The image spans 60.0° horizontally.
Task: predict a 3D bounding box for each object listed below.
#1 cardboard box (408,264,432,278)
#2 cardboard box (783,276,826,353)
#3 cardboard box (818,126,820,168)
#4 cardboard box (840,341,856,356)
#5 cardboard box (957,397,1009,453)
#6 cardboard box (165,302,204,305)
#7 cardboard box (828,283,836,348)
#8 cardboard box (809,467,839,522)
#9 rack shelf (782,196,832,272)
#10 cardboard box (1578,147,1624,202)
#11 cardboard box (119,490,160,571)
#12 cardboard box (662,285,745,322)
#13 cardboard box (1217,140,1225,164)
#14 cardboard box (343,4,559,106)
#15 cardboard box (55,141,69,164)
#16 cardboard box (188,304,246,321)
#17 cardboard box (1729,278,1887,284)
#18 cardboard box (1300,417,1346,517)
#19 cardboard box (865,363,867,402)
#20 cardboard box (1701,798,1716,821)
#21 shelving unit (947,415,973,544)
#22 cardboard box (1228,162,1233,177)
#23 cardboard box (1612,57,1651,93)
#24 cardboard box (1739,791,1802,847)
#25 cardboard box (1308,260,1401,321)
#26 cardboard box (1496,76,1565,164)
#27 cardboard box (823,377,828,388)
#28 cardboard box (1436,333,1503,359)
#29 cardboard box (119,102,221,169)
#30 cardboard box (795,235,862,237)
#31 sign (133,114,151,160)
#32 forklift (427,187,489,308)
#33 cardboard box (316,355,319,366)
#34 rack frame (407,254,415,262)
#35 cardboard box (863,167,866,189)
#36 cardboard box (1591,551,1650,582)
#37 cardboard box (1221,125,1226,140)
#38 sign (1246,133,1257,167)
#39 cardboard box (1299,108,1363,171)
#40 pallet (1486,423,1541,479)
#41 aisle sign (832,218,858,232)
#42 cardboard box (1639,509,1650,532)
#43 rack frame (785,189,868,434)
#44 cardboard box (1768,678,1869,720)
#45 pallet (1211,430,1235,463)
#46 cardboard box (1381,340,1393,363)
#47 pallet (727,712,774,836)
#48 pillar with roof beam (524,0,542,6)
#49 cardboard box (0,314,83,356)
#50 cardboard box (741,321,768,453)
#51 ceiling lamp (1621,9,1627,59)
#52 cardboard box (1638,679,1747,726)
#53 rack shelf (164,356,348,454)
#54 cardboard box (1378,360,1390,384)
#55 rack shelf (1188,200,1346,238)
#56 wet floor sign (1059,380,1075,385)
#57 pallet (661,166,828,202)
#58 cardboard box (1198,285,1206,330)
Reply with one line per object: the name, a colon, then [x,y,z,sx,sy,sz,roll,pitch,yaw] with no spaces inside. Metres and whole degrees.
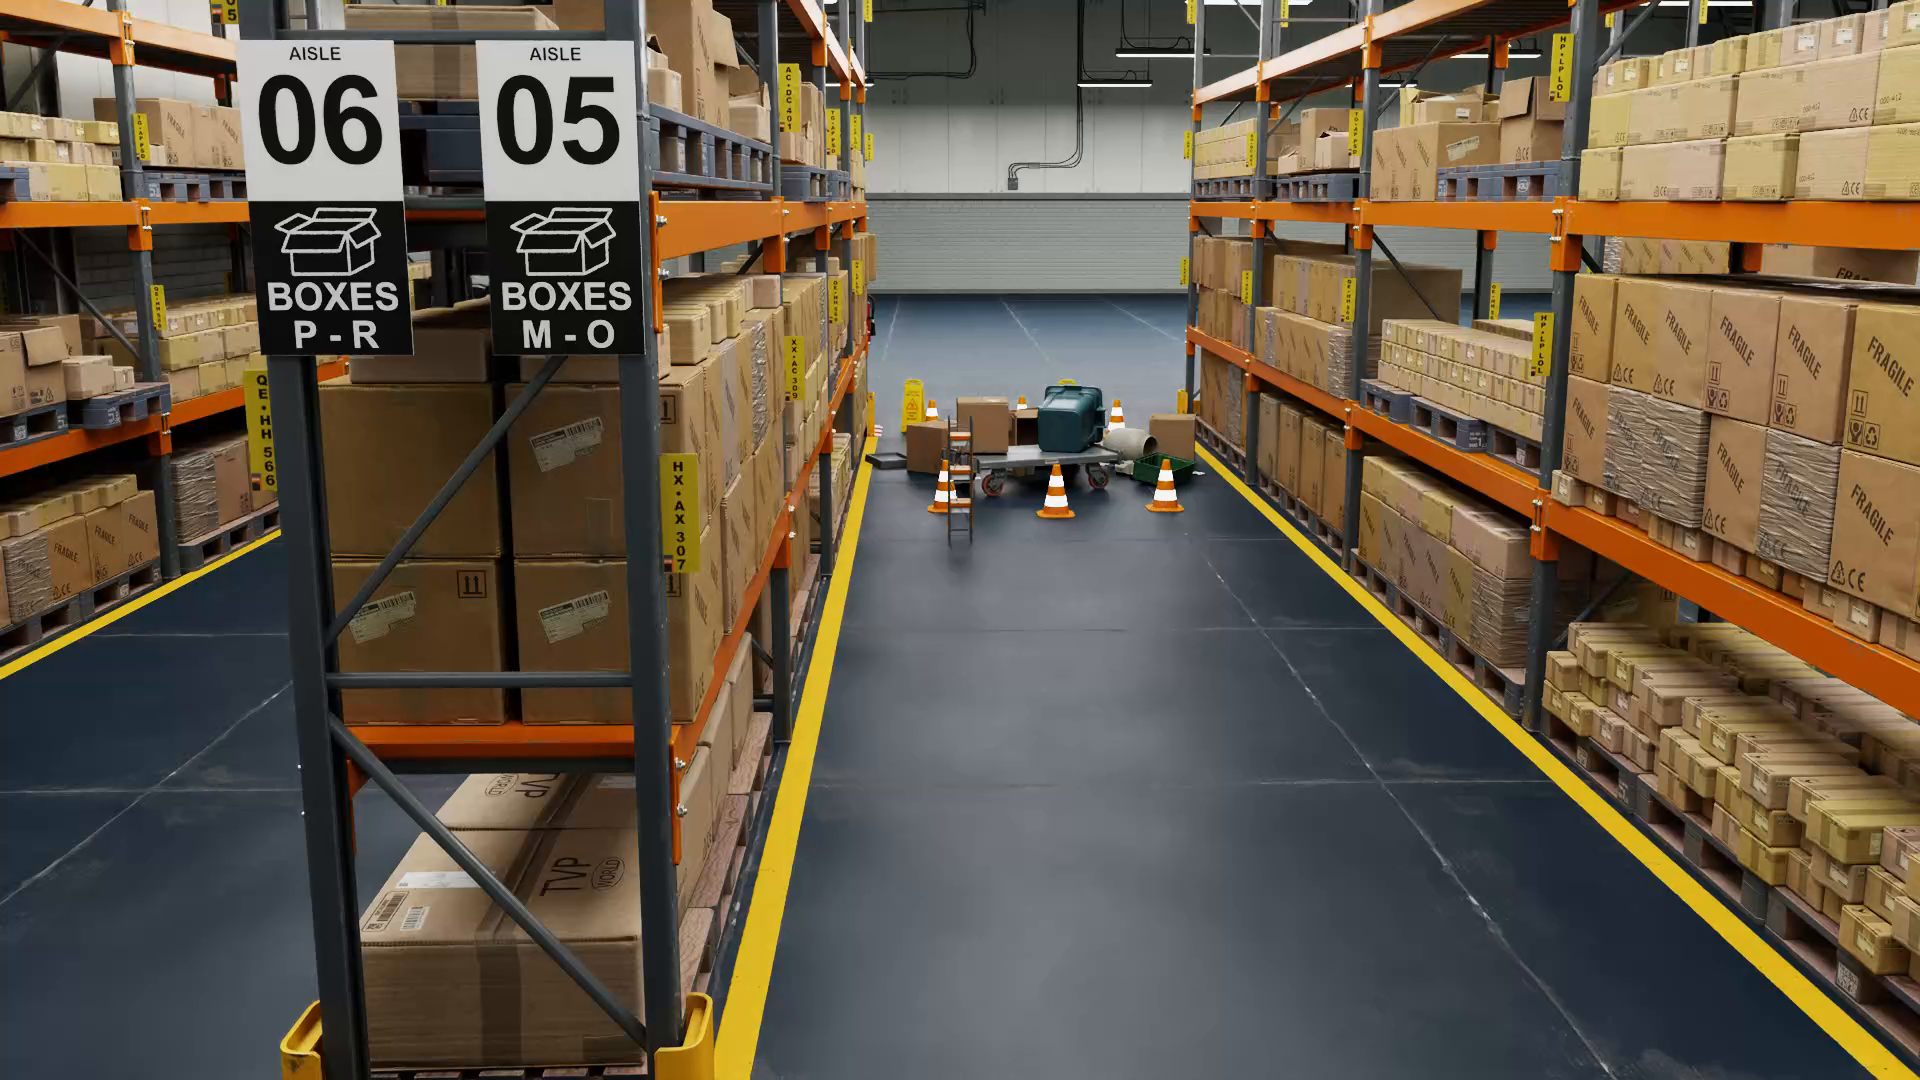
cardboard box: [-6.316,-3.108,19.204,0.380,0.149,0.250,0,11,0]
cardboard box: [-1.184,-1.533,11.304,0.500,0.500,0.500,0,11,0]
cardboard box: [-1.097,-2.535,10.748,0.396,0.266,0.258,-1,11,-3]
cardboard box: [-1.243,-1.933,16.677,0.380,0.149,0.250,0,11,-1]
cardboard box: [0.221,-1.152,16.575,0.500,0.500,0.500,0,11,-1]
cardboard box: [-6.742,-1.964,14.315,0.380,0.149,0.250,0,11,-1]
cardboard box: [-1.271,-1.792,13.292,0.500,0.500,0.500,0,11,2]
cardboard box: [-1.500,-0.374,13.914,0.950,0.372,0.625,0,11,-2]
rack shelf: [-1.434,-1.917,10.231,1.077,0.370,4.000,0,11,-1]
cardboard box: [3.300,-1.746,7.955,0.500,0.250,0.500,0,11,2]
cardboard box: [-6.214,-0.074,12.110,0.500,0.500,0.500,0,11,0]
cardboard box: [-1.111,-0.997,7.032,0.380,0.149,0.250,0,11,-2]
cardboard box: [3.092,-4.227,18.129,0.500,0.250,0.500,0,11,-1]
cardboard box: [-1.409,-1.348,4.683,0.500,0.250,0.500,-1,12,-6]
cardboard box: [-6.224,-2.595,11.135,0.380,0.149,0.250,0,11,0]
cardboard box: [-6.289,-1.916,14.074,0.380,0.149,0.250,0,11,-1]
cardboard box: [3.851,-0.933,7.597,0.500,0.500,0.500,-1,11,-3]
cardboard box: [3.528,-0.636,14.254,1.050,0.750,0.750,0,11,0]
cardboard box: [-1.363,-1.855,19.633,0.500,0.500,0.500,0,11,-1]
cardboard box: [3.390,1.132,7.050,0.380,0.149,0.250,0,11,0]
shelving unit: [0.001,-0.504,13.902,0.215,1.050,0.252,0,11,-1]
cardboard box: [3.041,-3.908,17.557,0.380,0.149,0.250,0,11,0]
cardboard box: [3.291,-2.167,7.767,0.380,0.149,0.250,-1,11,-4]
cardboard box: [3.305,1.088,6.518,0.380,0.149,0.250,0,11,0]
cardboard box: [3.437,-2.170,14.446,0.700,0.500,0.500,0,11,-2]
cardboard box: [3.654,-2.477,9.863,0.797,0.503,0.637,0,11,-2]
cardboard box: [-1.205,-1.025,11.942,0.500,0.250,0.500,-1,11,-3]
cardboard box: [3.317,-1.258,10.796,0.380,0.149,0.250,0,11,1]
cardboard box: [-6.319,-3.195,13.160,0.700,0.500,0.500,0,11,-2]
cardboard box: [-1.424,-3.071,18.136,0.700,0.500,0.500,0,11,-2]
sign: [-5.895,-2.902,11.973,0.100,0.325,0.005,0,11,-1]
forklift: [-3.271,-1.167,12.438,1.130,2.935,3.031,0,11,-2]
cardboard box: [-6.232,-1.699,15.266,0.500,0.250,0.500,0,11,-1]
rack frame: [-6.603,-2.767,20.152,1.000,3.000,0.127,0,11,-1]
cardboard box: [-1.360,-4.229,19.447,0.500,0.250,0.500,0,11,-2]
cardboard box: [3.804,0.061,9.559,0.500,0.250,0.500,-1,11,-4]
cardboard box: [3.031,-4.399,17.972,0.380,0.149,0.250,0,11,0]
sign: [2.834,-3.793,16.166,0.100,0.325,0.005,0,11,-1]
cardboard box: [3.156,-3.356,13.954,0.500,0.500,0.500,0,11,-1]
pallet: [3.684,-0.501,9.468,1.003,0.211,1.213,0,11,-1]
aisle sign: [-1.352,-4.075,20.064,0.394,0.787,0.004,0,11,-1]
cardboard box: [3.371,-0.104,7.660,0.380,0.149,0.250,-1,11,-4]
rack frame: [-1.640,-2.788,20.256,1.000,3.000,0.127,0,11,-1]
cardboard box: [3.905,0.732,7.524,0.380,0.149,0.250,-1,11,-4]
pallet: [3.424,-1.061,18.758,1.003,0.211,1.213,0,11,-1]
cardboard box: [3.281,-1.370,12.093,0.380,0.149,0.250,0,11,1]
pallet: [-1.455,1.116,8.029,1.003,0.211,1.213,0,11,-1]
pillar with roof beam: [-3.433,-7.968,30.700,9.100,9.000,0.548,0,11,-1]
cardboard box: [-6.583,-1.328,11.754,0.500,0.500,0.500,0,11,2]
cardboard box: [-1.084,-0.647,6.936,0.500,0.500,0.500,0,11,0]
ceiling lamp: [18.504,-13.730,44.421,2.000,3.185,0.800,0,11,-1]
cardboard box: [3.307,0.734,7.514,0.380,0.149,0.250,0,11,0]
rack shelf: [-6.479,-1.221,14.344,1.077,0.370,4.000,0,11,-1]
cardboard box: [3.279,-1.231,12.157,0.380,0.149,0.250,0,11,-2]
rack shelf: [3.348,-3.548,18.269,1.077,0.370,4.000,0,11,-1]
wet floor sign: [1.326,-1.672,20.678,0.267,0.644,0.232,-2,12,-11]
pallet: [-1.382,-2.225,10.412,1.003,0.211,1.213,0,11,1]
cardboard box: [3.360,-2.828,20.078,0.875,0.550,0.550,0,11,-1]
